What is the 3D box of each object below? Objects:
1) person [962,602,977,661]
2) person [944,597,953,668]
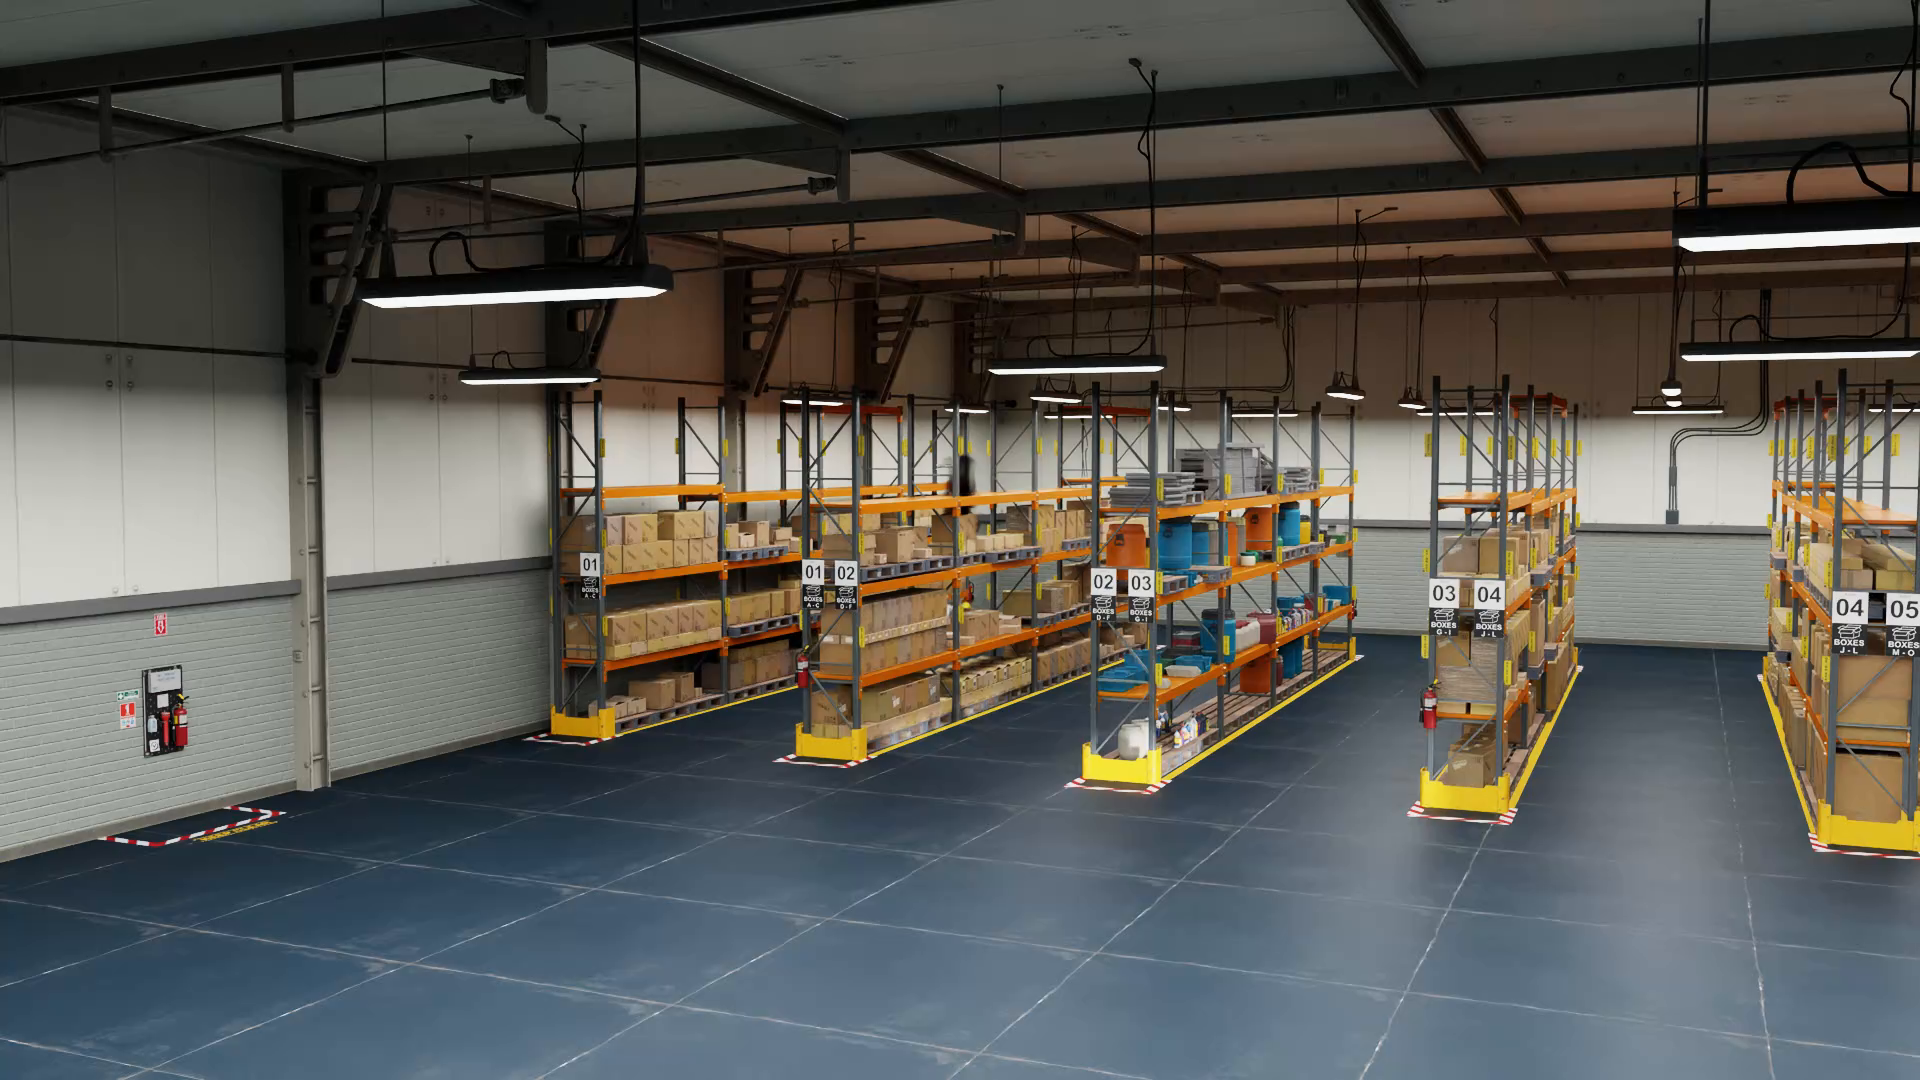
[{"bbox_3d":[0.205,2.164,36.213,0.722,1.653,0.901,1,3,11],"label":"person"},{"bbox_3d":[-0.354,2.063,37.047,0.645,1.766,0.776,2,4,31],"label":"person"}]
